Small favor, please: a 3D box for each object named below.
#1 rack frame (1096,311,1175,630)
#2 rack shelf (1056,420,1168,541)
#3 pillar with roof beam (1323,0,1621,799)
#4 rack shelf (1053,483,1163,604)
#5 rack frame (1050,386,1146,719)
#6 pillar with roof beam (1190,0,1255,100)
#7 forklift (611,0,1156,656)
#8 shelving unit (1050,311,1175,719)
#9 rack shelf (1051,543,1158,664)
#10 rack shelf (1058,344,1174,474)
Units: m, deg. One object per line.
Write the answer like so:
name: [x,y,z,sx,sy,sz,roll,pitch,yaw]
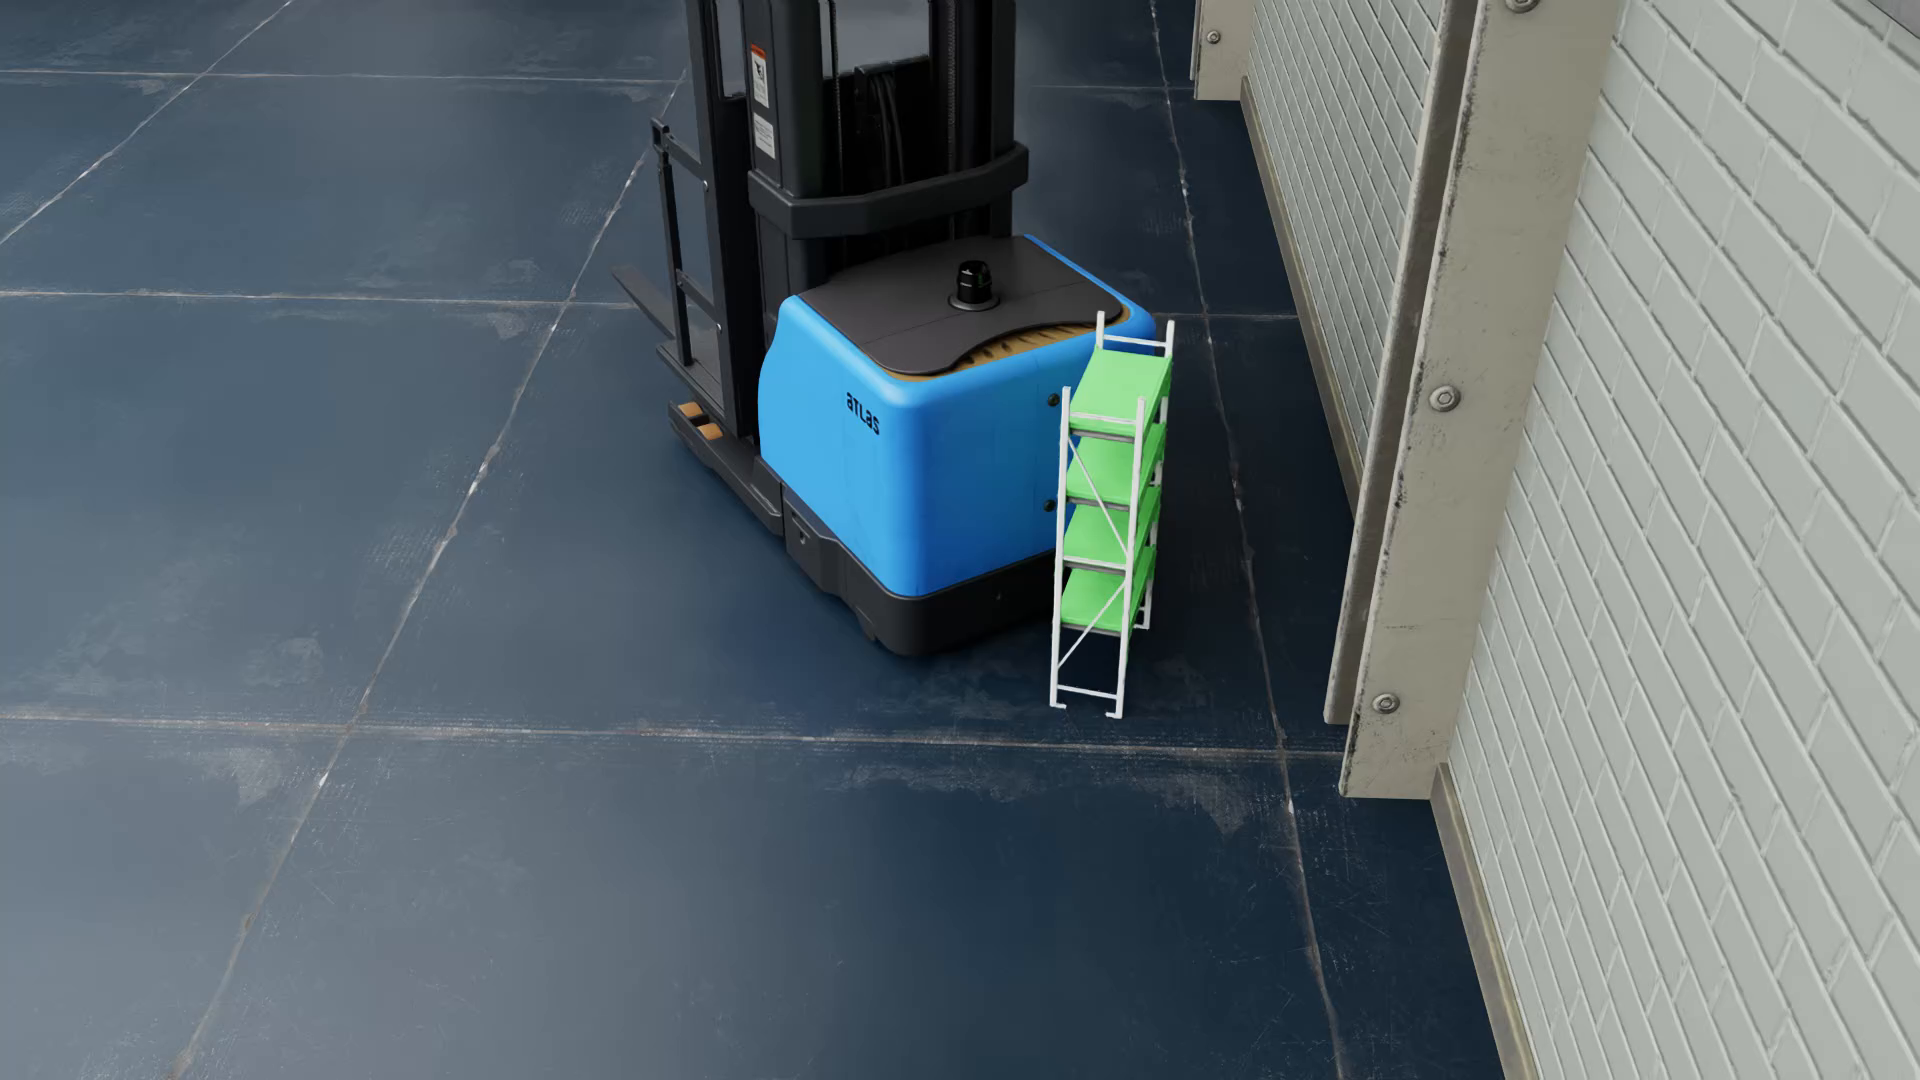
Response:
rack frame: [0.545,-0.199,5.490,0.240,1.200,0.015,9,36,13]
rack shelf: [0.479,-0.208,5.197,0.258,0.148,0.480,9,36,13]
pillar with roof beam: [-2.966,-3.101,2.836,9.100,9.000,0.400,1,35,2]
rack shelf: [0.479,-0.012,5.335,0.258,0.148,0.480,9,36,13]
rack frame: [0.413,0.071,5.106,0.240,1.200,0.015,9,36,13]
pillar with roof beam: [-2.725,-6.548,7.741,9.100,9.000,0.400,1,35,2]
forklift: [-0.533,-1.627,6.017,1.130,2.935,3.031,-19,39,-25]
shelving unit: [0.479,-0.064,5.298,0.258,1.200,0.503,9,36,13]
rack shelf: [0.479,0.184,5.473,0.258,0.148,0.480,9,36,13]
rack shelf: [0.479,-0.405,5.059,0.258,0.148,0.480,9,36,13]
